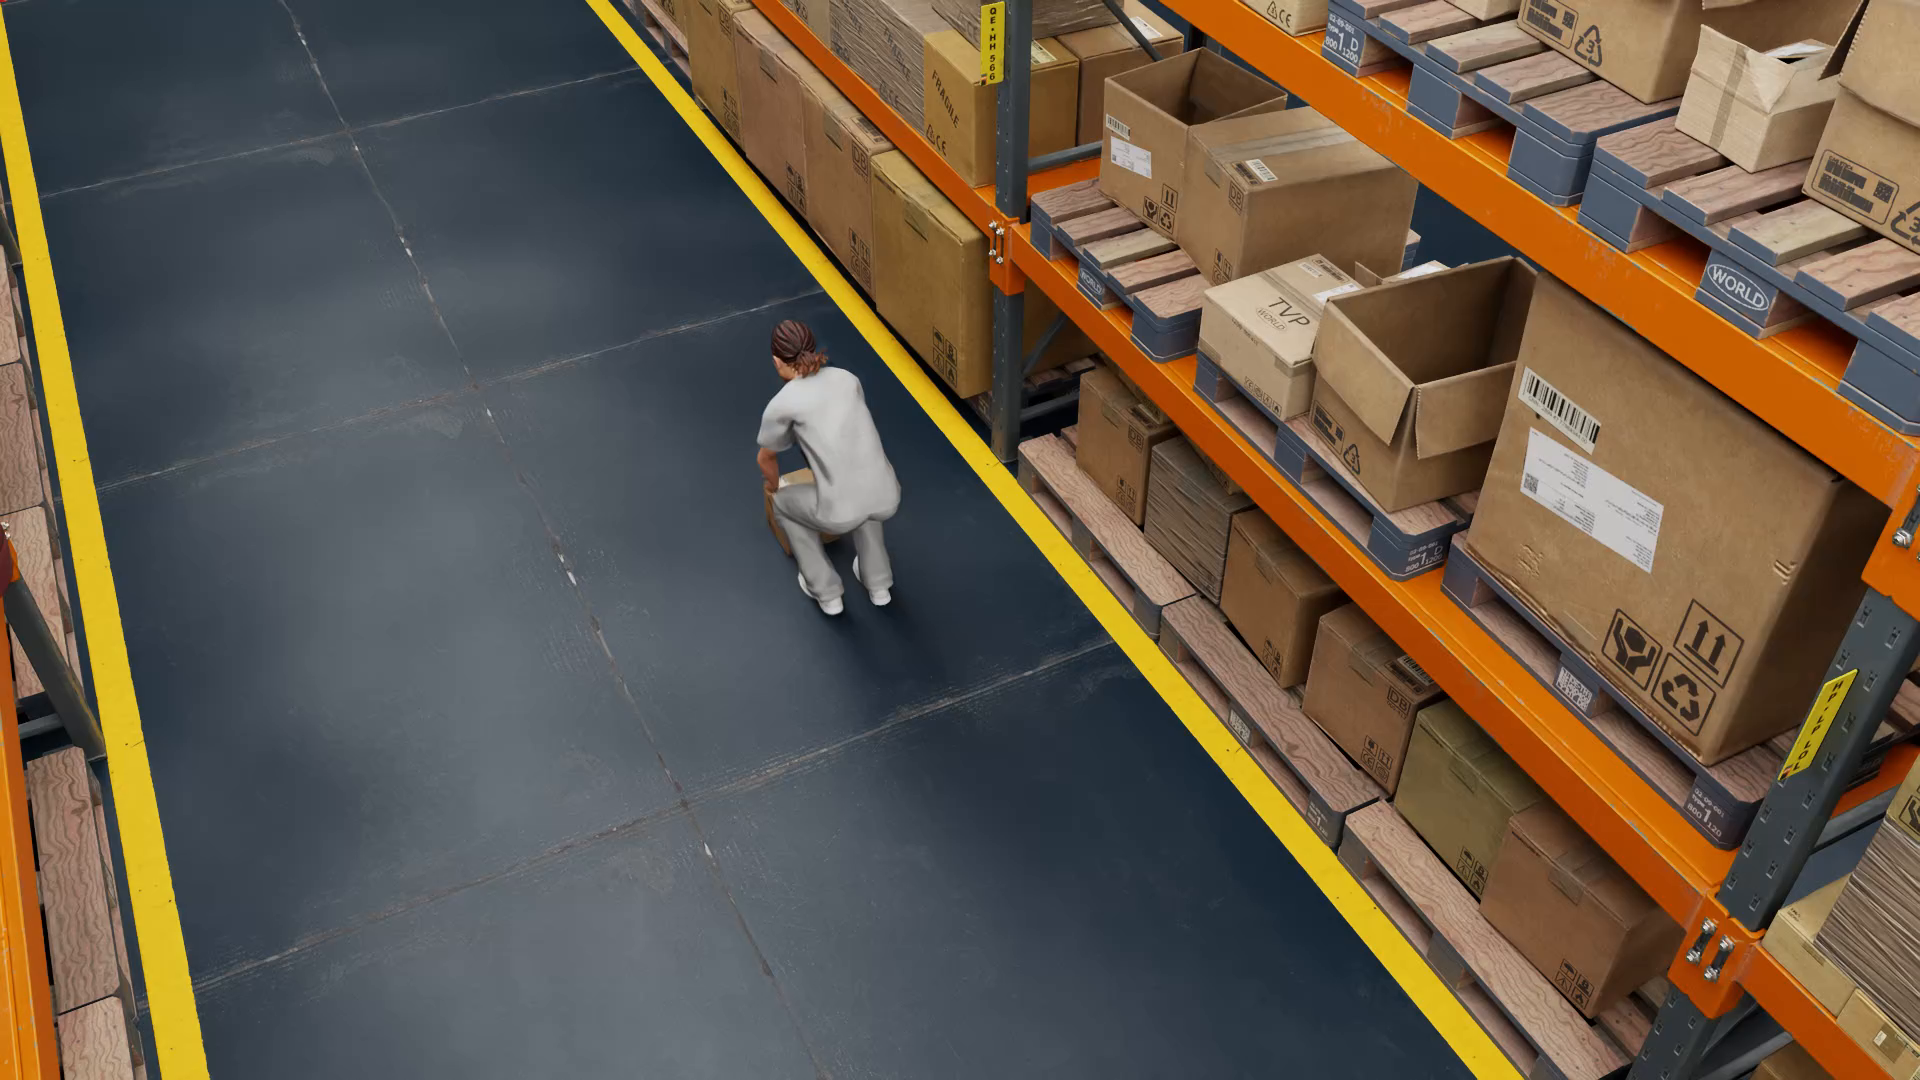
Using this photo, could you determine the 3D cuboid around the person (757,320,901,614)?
[{"bbox_3d":[-0.545,-0.255,6.799,0.495,1.216,0.720,-19,45,-20],"label":"person"}]
